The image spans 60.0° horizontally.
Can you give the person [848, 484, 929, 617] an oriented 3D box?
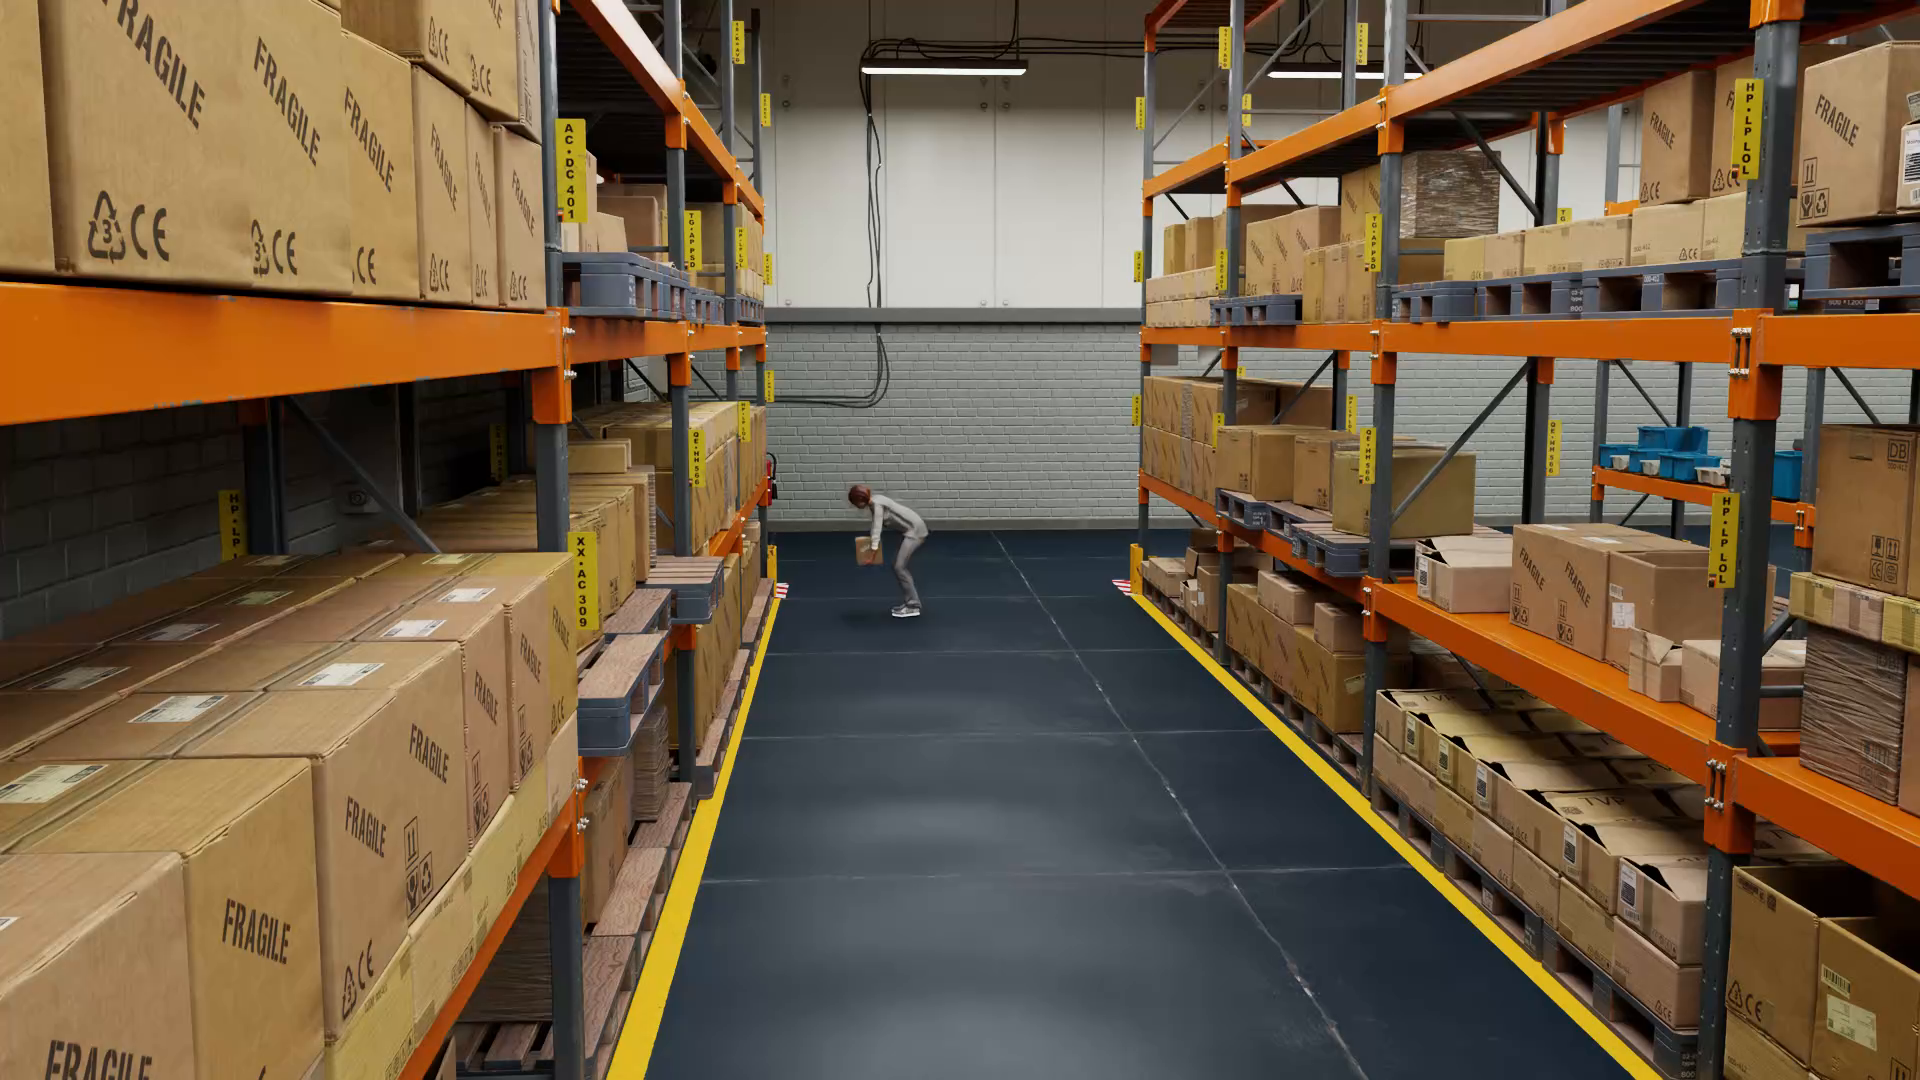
[{"bbox_3d":[-0.699,0.099,16.253,0.780,1.293,0.385,-1,7,-5],"label":"person"}]
